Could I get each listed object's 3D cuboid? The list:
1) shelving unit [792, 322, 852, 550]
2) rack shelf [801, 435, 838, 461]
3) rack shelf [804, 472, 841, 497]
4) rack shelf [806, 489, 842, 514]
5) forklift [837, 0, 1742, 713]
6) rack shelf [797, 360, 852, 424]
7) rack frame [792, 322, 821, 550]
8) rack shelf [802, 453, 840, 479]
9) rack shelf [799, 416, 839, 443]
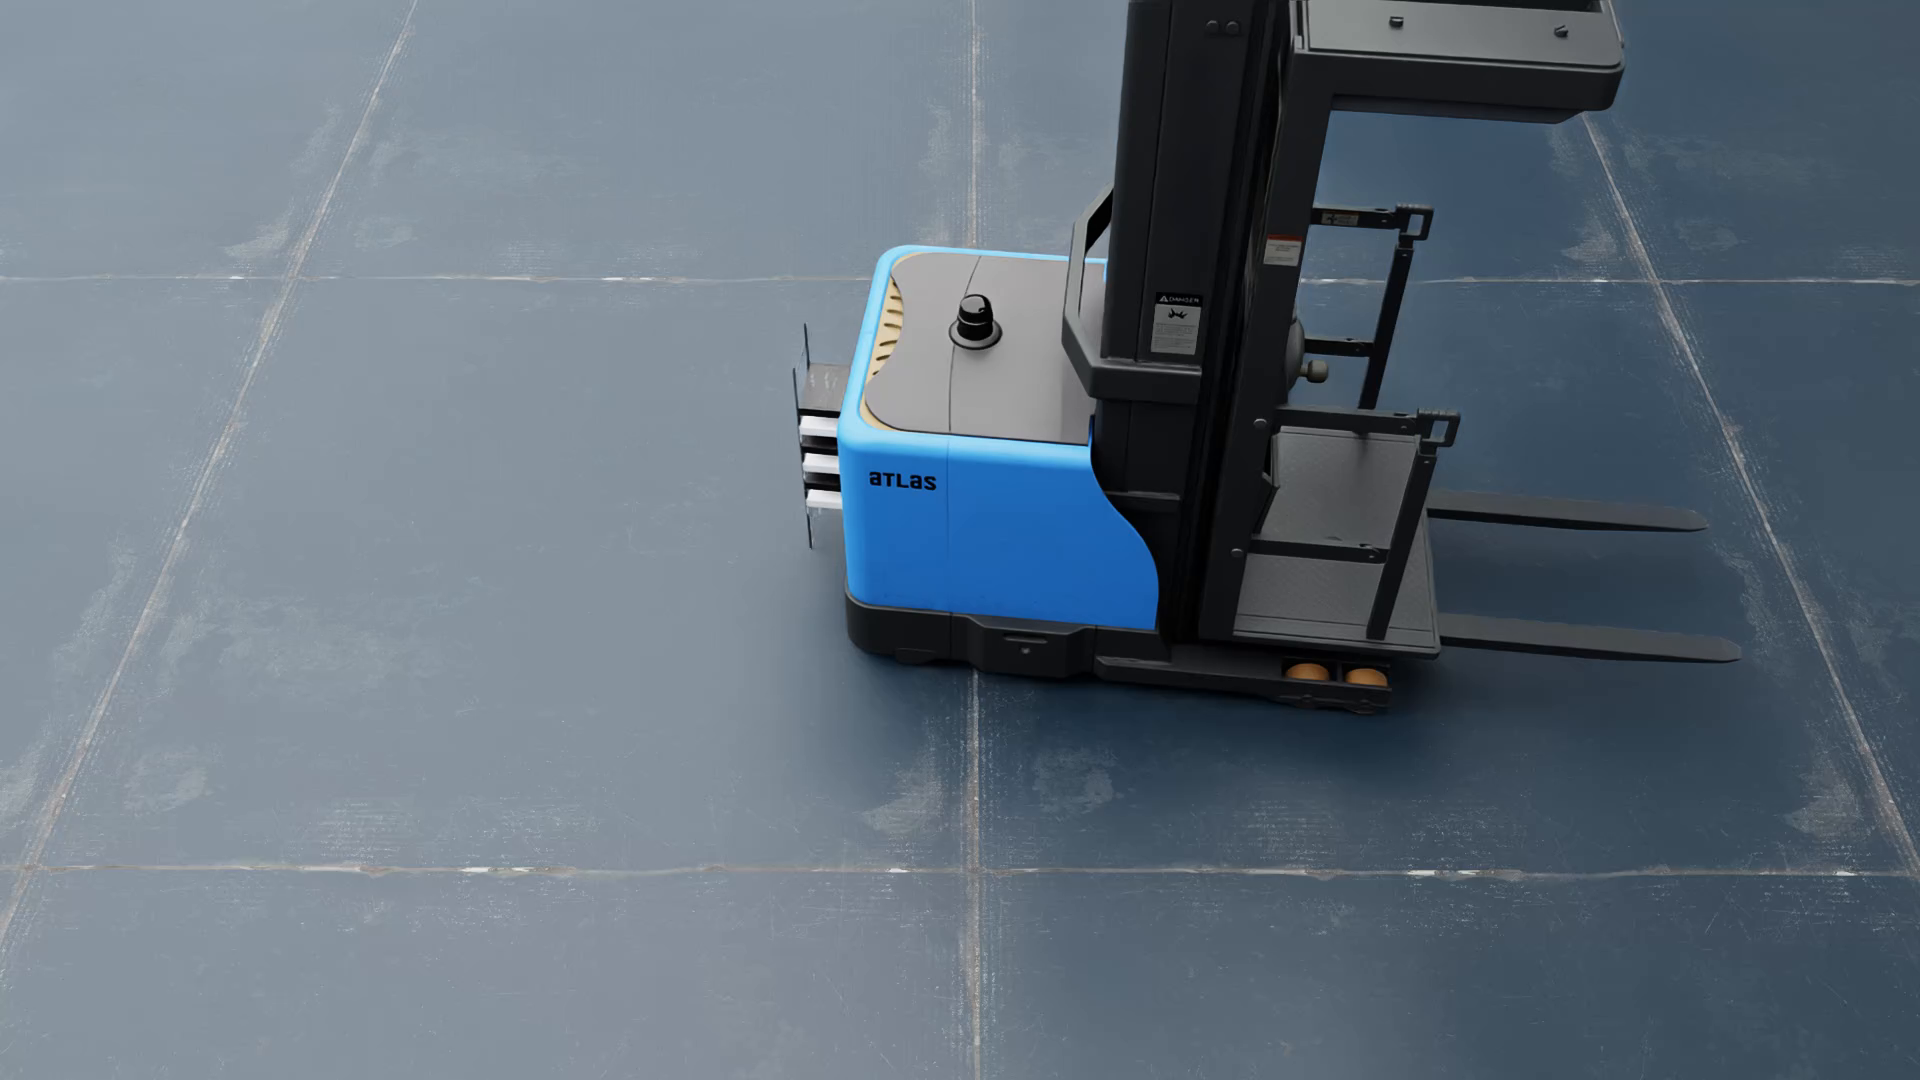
[{"bbox_3d":[-0.444,-0.346,5.958,0.210,0.900,0.258,5,47,5],"label":"shelving unit"},{"bbox_3d":[-0.444,-0.385,5.916,0.200,0.077,0.258,5,47,5],"label":"rack shelf"},{"bbox_3d":[-0.444,-0.262,6.048,0.200,0.077,0.258,5,47,5],"label":"rack shelf"},{"bbox_3d":[-0.444,-0.201,6.114,0.200,0.077,0.258,5,47,5],"label":"rack shelf"},{"bbox_3d":[1.158,-0.819,5.010,3.031,2.935,1.130,5,47,5],"label":"forklift"},{"bbox_3d":[-0.444,-0.508,5.784,0.200,0.077,0.258,5,47,5],"label":"rack shelf"},{"bbox_3d":[-0.545,-0.355,5.966,0.006,0.900,0.240,5,47,5],"label":"rack frame"},{"bbox_3d":[-0.444,-0.324,5.982,0.200,0.077,0.258,5,47,5],"label":"rack shelf"},{"bbox_3d":[-0.444,-0.446,5.850,0.200,0.077,0.258,5,47,5],"label":"rack shelf"}]
